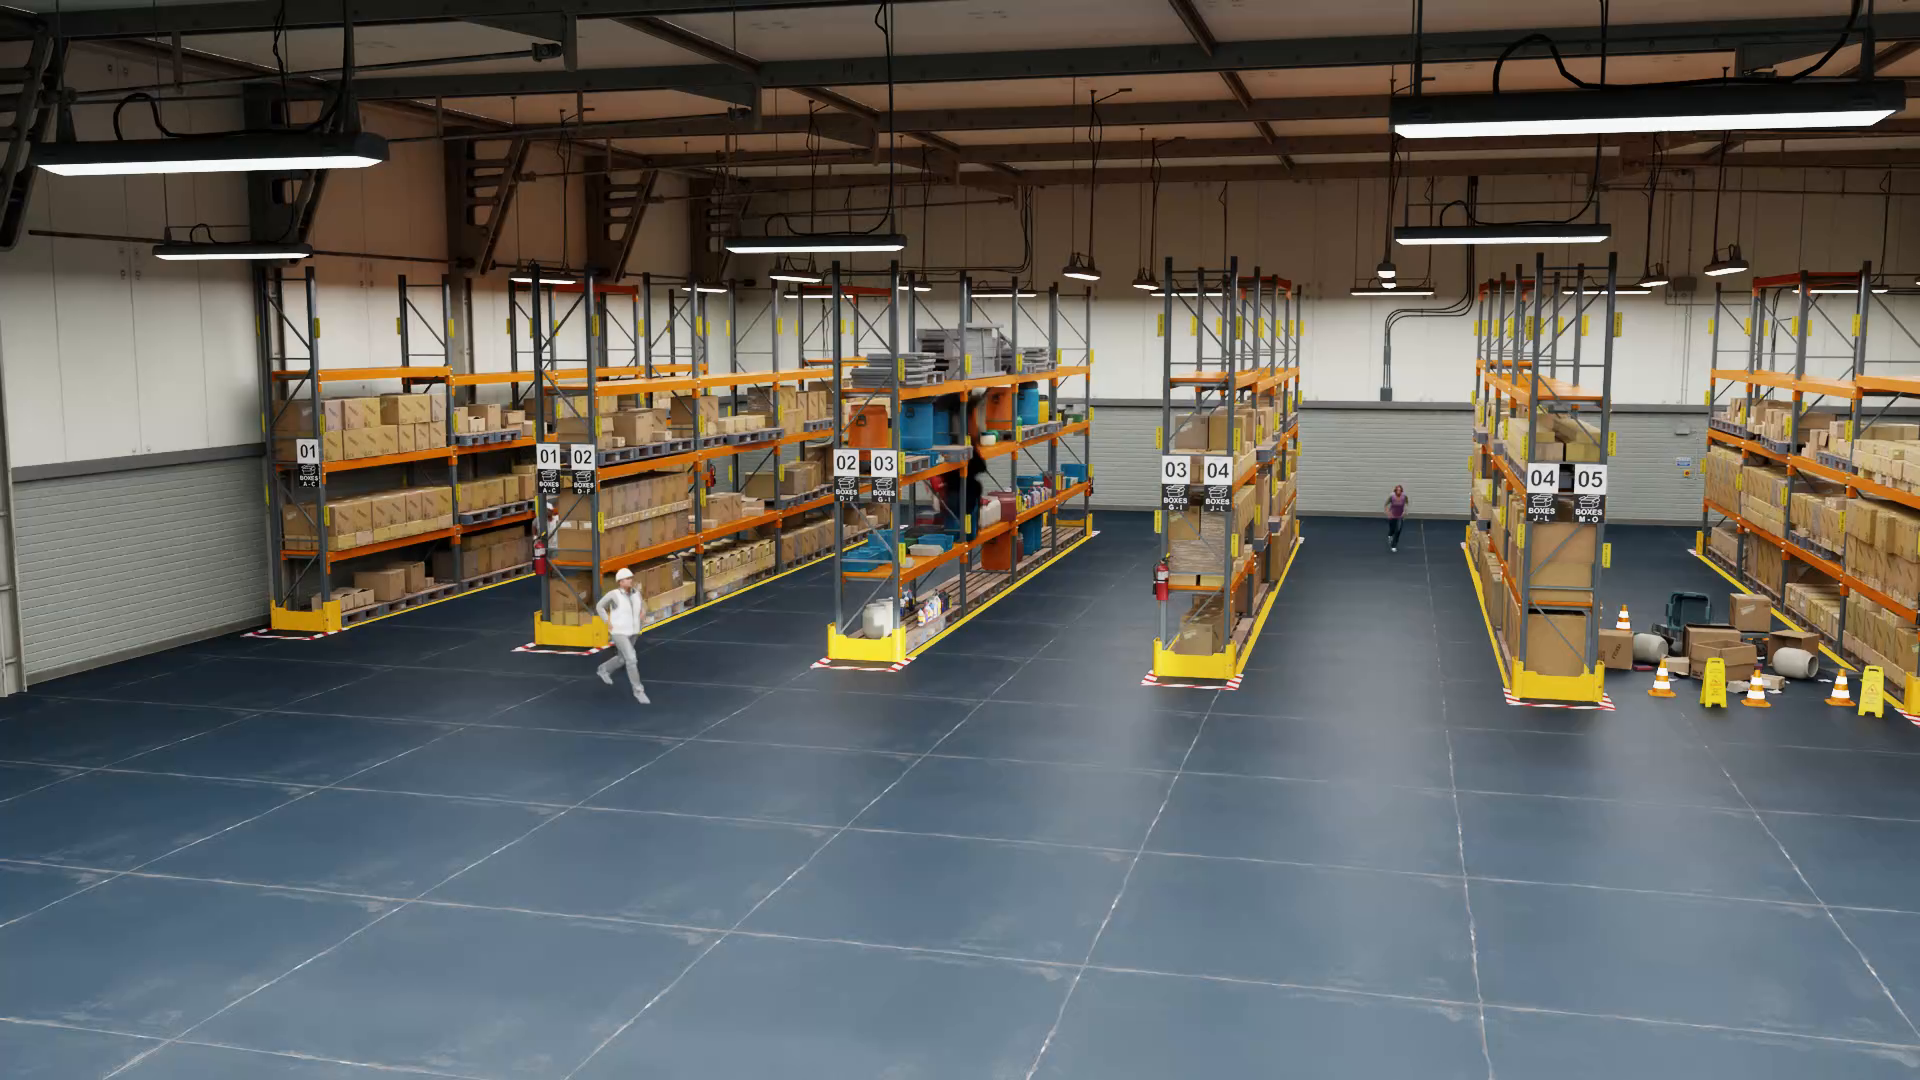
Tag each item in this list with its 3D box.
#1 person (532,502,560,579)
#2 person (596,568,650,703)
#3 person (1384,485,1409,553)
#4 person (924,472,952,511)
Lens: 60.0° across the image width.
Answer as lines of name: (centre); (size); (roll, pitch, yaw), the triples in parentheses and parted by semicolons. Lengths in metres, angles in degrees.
person: (-7.708, 0.162, 31.288); (0.685, 1.789, 0.967); (-1, 7, -6)
person: (-4.581, 1.280, 22.637); (1.055, 1.821, 0.624); (4, 9, 32)
person: (9.846, -0.499, 37.605); (0.539, 1.545, 0.809); (0, 7, 0)
person: (-0.545, -1.041, 41.006); (0.715, 1.780, 0.817); (0, 7, 2)
